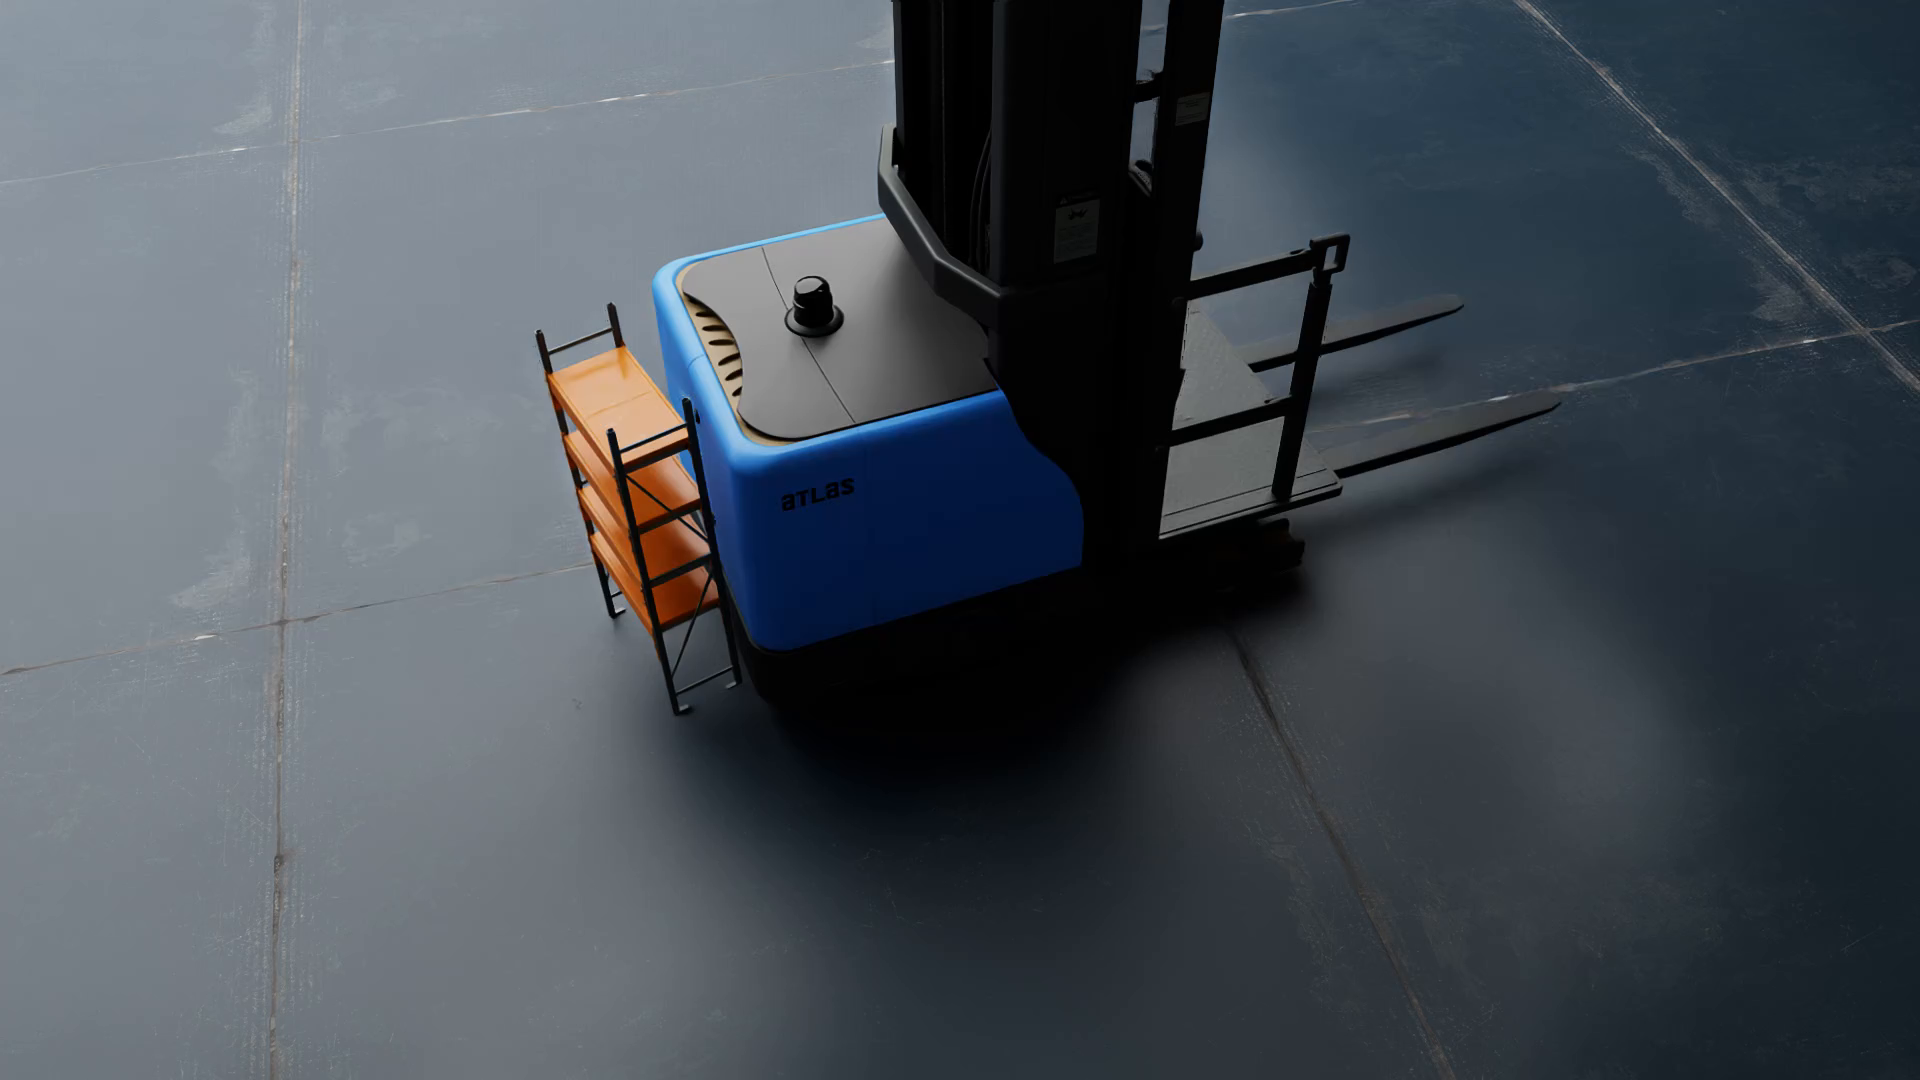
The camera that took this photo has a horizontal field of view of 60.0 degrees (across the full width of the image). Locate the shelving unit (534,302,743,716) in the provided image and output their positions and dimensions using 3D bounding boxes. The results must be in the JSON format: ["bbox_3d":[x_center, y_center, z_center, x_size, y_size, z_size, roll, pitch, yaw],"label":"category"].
[{"bbox_3d":[-0.941,-0.063,4.967,0.258,1.200,0.503,-25,51,-21],"label":"shelving unit"}]

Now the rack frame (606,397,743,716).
[{"bbox_3d":[-0.810,0.084,4.823,0.240,1.200,0.015,-25,51,-21],"label":"rack frame"}]

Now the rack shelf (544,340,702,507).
[{"bbox_3d":[-0.949,-0.335,4.683,0.258,0.148,0.480,-25,51,-21],"label":"rack shelf"}]

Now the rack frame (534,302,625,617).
[{"bbox_3d":[-1.071,-0.211,5.112,0.240,1.200,0.015,-25,51,-21],"label":"rack frame"}]

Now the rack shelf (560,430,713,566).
[{"bbox_3d":[-0.944,-0.171,4.854,0.258,0.148,0.480,-25,51,-21],"label":"rack shelf"}]

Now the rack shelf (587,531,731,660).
[{"bbox_3d":[-0.935,0.120,5.160,0.258,0.148,0.480,-25,51,-21],"label":"rack shelf"}]

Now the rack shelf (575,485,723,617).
[{"bbox_3d":[-0.939,-0.017,5.016,0.258,0.148,0.480,-25,51,-21],"label":"rack shelf"}]

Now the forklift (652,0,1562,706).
[{"bbox_3d":[0.615,-1.186,4.860,3.031,2.935,1.130,-16,48,-15],"label":"forklift"}]
